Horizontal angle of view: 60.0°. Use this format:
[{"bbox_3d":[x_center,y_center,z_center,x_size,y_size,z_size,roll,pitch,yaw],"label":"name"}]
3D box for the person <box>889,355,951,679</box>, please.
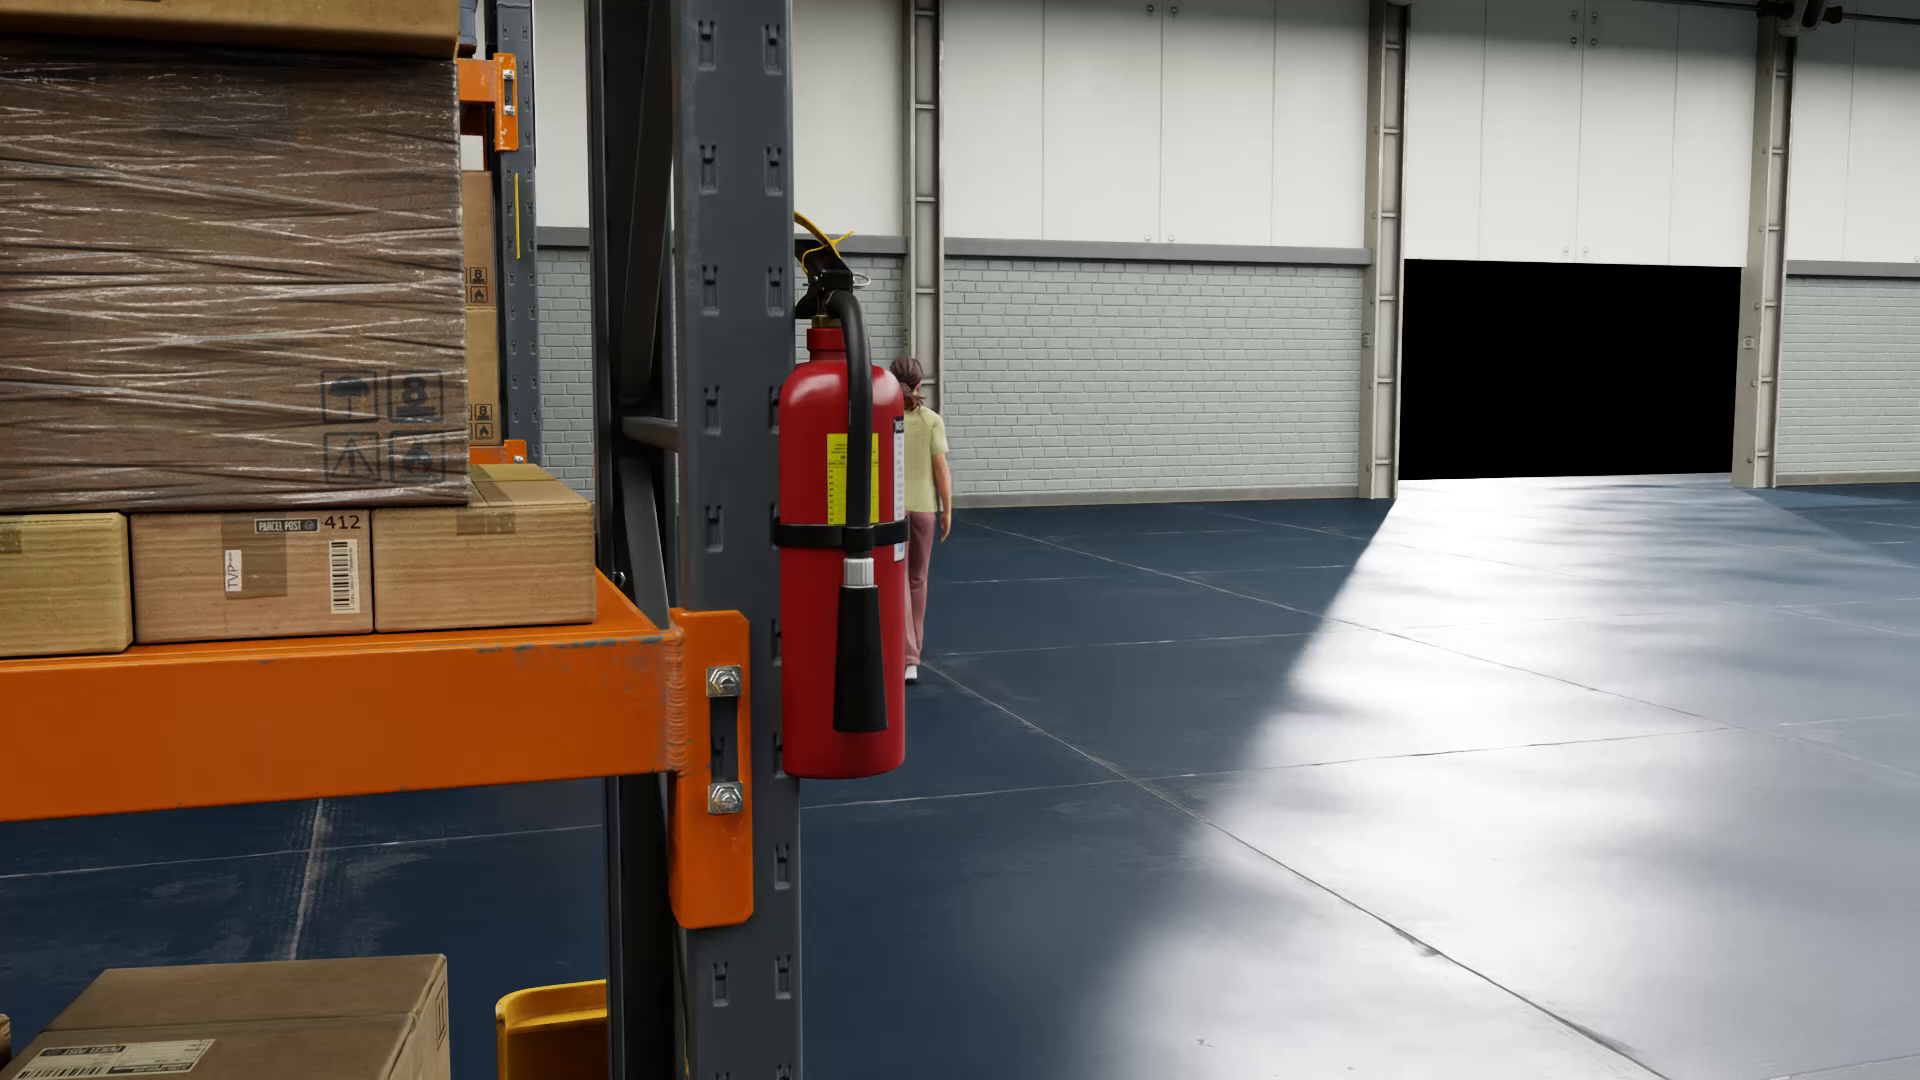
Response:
[{"bbox_3d":[-0.322,-0.136,8.779,0.462,1.664,0.725,-2,6,-17],"label":"person"}]
